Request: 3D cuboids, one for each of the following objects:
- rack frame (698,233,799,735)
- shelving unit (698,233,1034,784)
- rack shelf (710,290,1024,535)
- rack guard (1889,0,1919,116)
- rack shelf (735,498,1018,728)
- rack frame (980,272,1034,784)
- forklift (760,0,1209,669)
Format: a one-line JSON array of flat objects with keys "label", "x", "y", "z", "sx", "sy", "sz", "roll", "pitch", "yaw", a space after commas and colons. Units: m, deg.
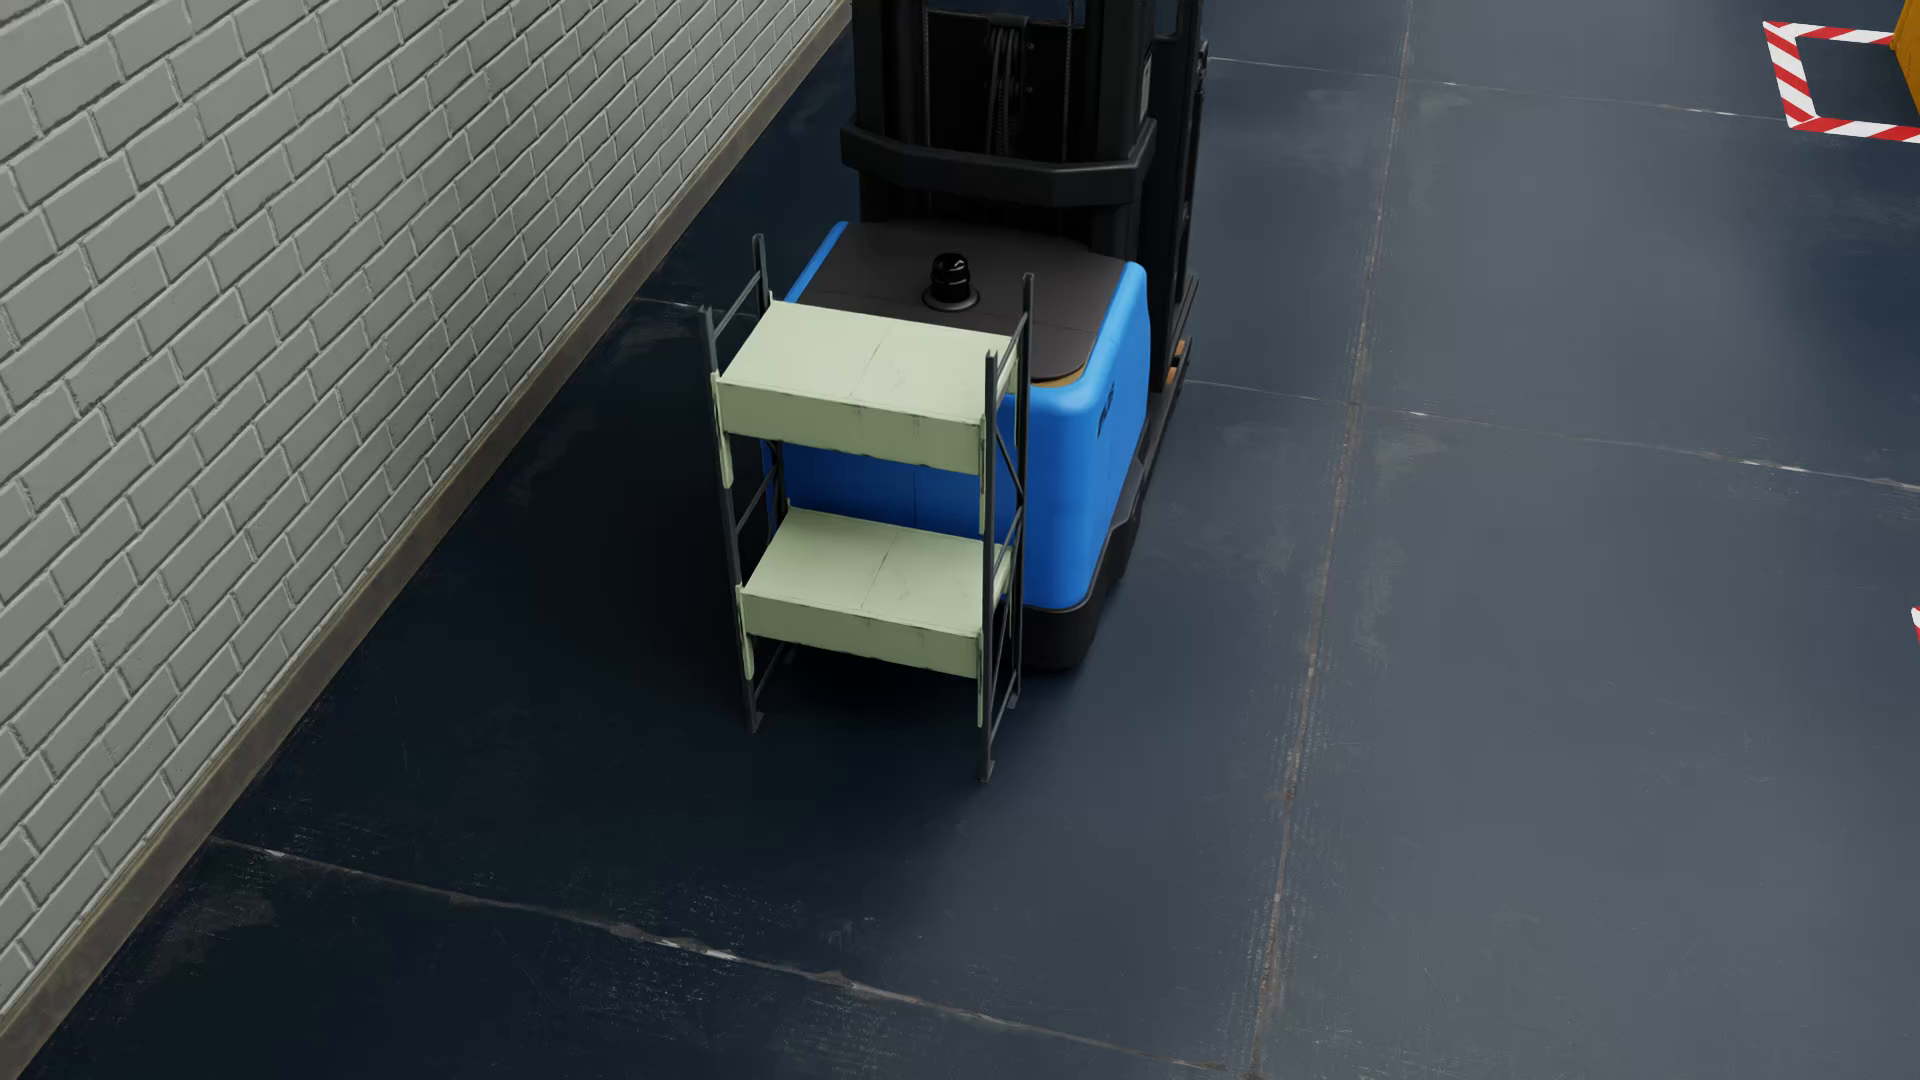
[{"label": "rack frame", "x": -0.581, "y": -0.109, "z": 4.713, "sx": 0.023, "sy": 1.500, "sz": 0.400, "roll": 10, "pitch": 41, "yaw": 12}, {"label": "shelving unit", "x": -0.229, "y": -0.045, "z": 4.637, "sx": 0.755, "sy": 1.500, "sz": 0.431, "roll": 10, "pitch": 41, "yaw": 12}, {"label": "rack shelf", "x": -0.229, "y": -0.344, "z": 4.386, "sx": 0.720, "sy": 0.370, "sz": 0.431, "roll": 10, "pitch": 41, "yaw": 12}, {"label": "rack guard", "x": 5.008, "y": -2.489, "z": 8.325, "sx": 0.348, "sy": 0.500, "sz": 1.175, "roll": 10, "pitch": 41, "yaw": 11}, {"label": "rack shelf", "x": -0.229, "y": 0.205, "z": 4.847, "sx": 0.720, "sy": 0.370, "sz": 0.431, "roll": 10, "pitch": 41, "yaw": 12}, {"label": "rack frame", "x": 0.124, "y": 0.019, "z": 4.561, "sx": 0.023, "sy": 1.500, "sz": 0.400, "roll": 10, "pitch": 41, "yaw": 12}, {"label": "forklift", "x": 0.275, "y": -1.678, "z": 5.469, "sx": 1.130, "sy": 2.935, "sz": 3.031, "roll": 10, "pitch": 41, "yaw": 12}]
